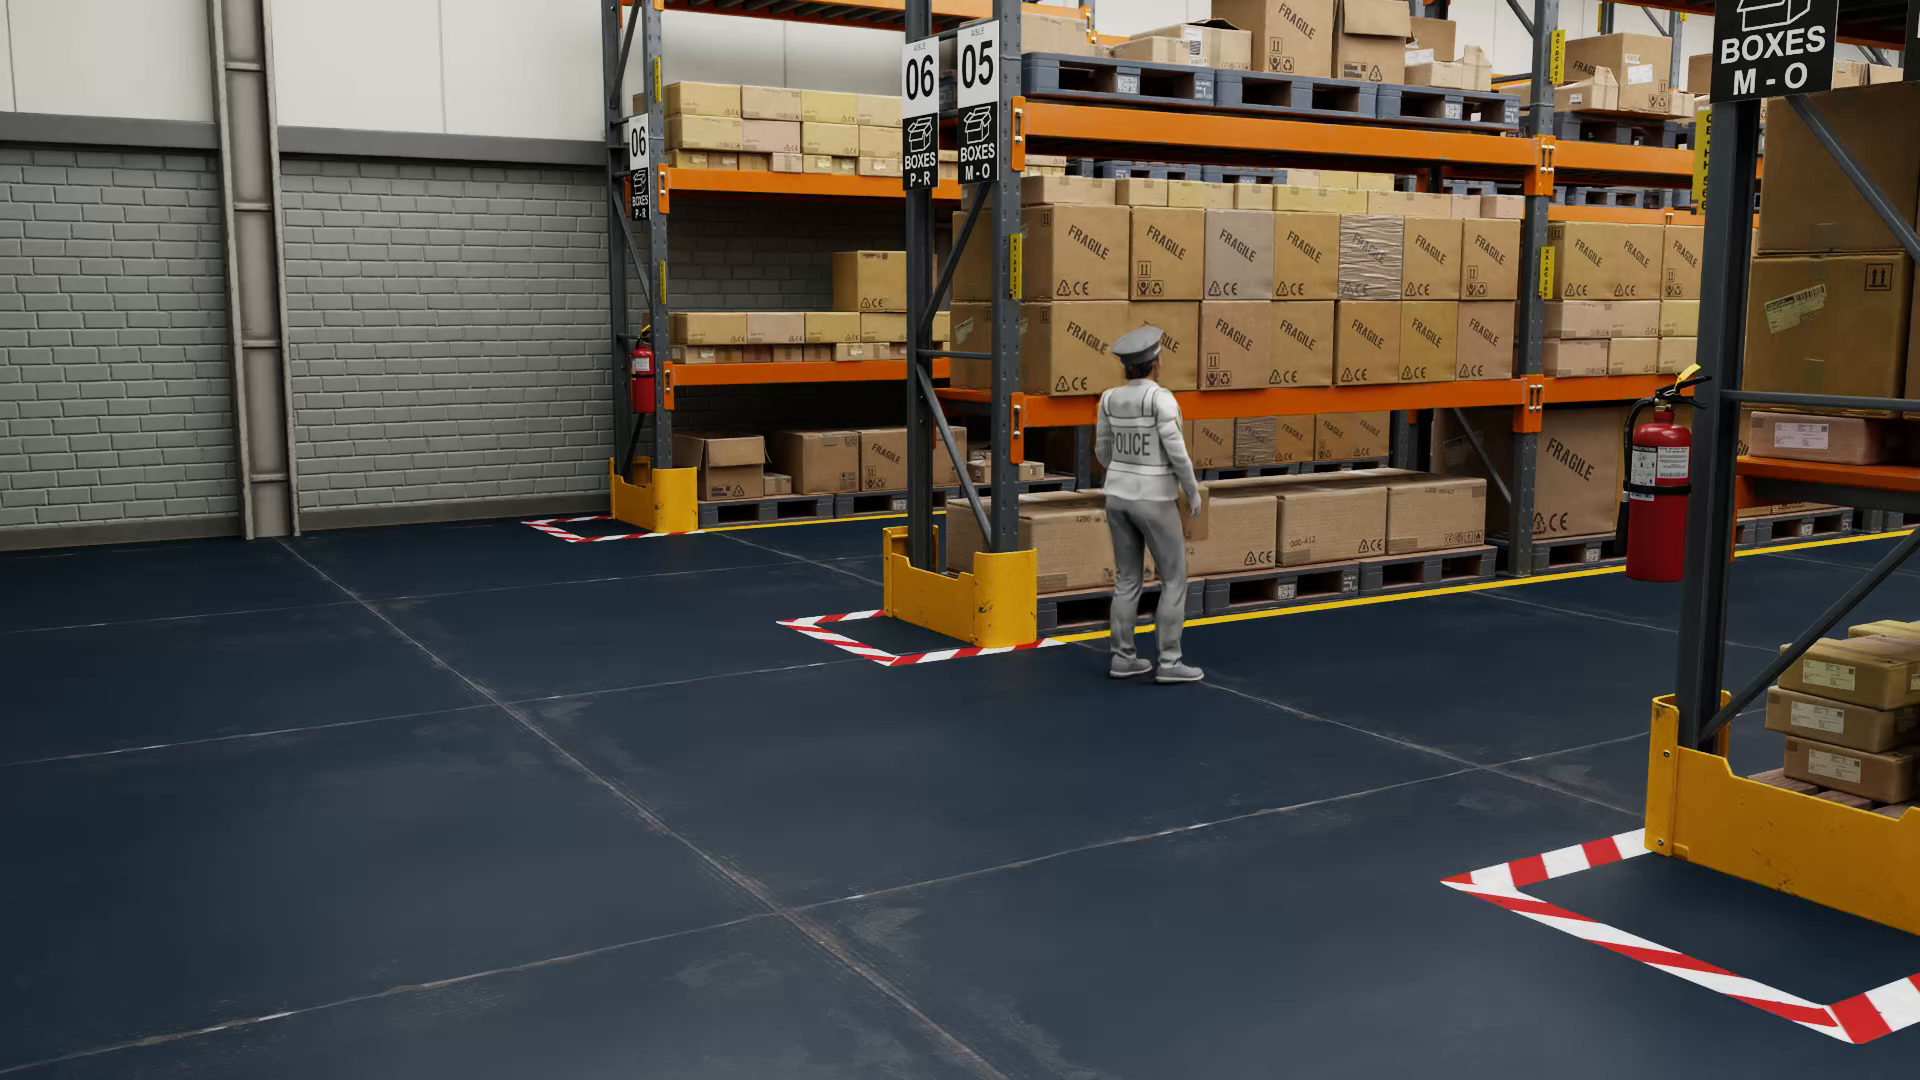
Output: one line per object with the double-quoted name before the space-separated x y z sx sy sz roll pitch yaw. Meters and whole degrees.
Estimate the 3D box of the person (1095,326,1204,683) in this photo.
"person" 0.900 -0.176 7.971 0.408 1.690 0.563 -8 12 -44
